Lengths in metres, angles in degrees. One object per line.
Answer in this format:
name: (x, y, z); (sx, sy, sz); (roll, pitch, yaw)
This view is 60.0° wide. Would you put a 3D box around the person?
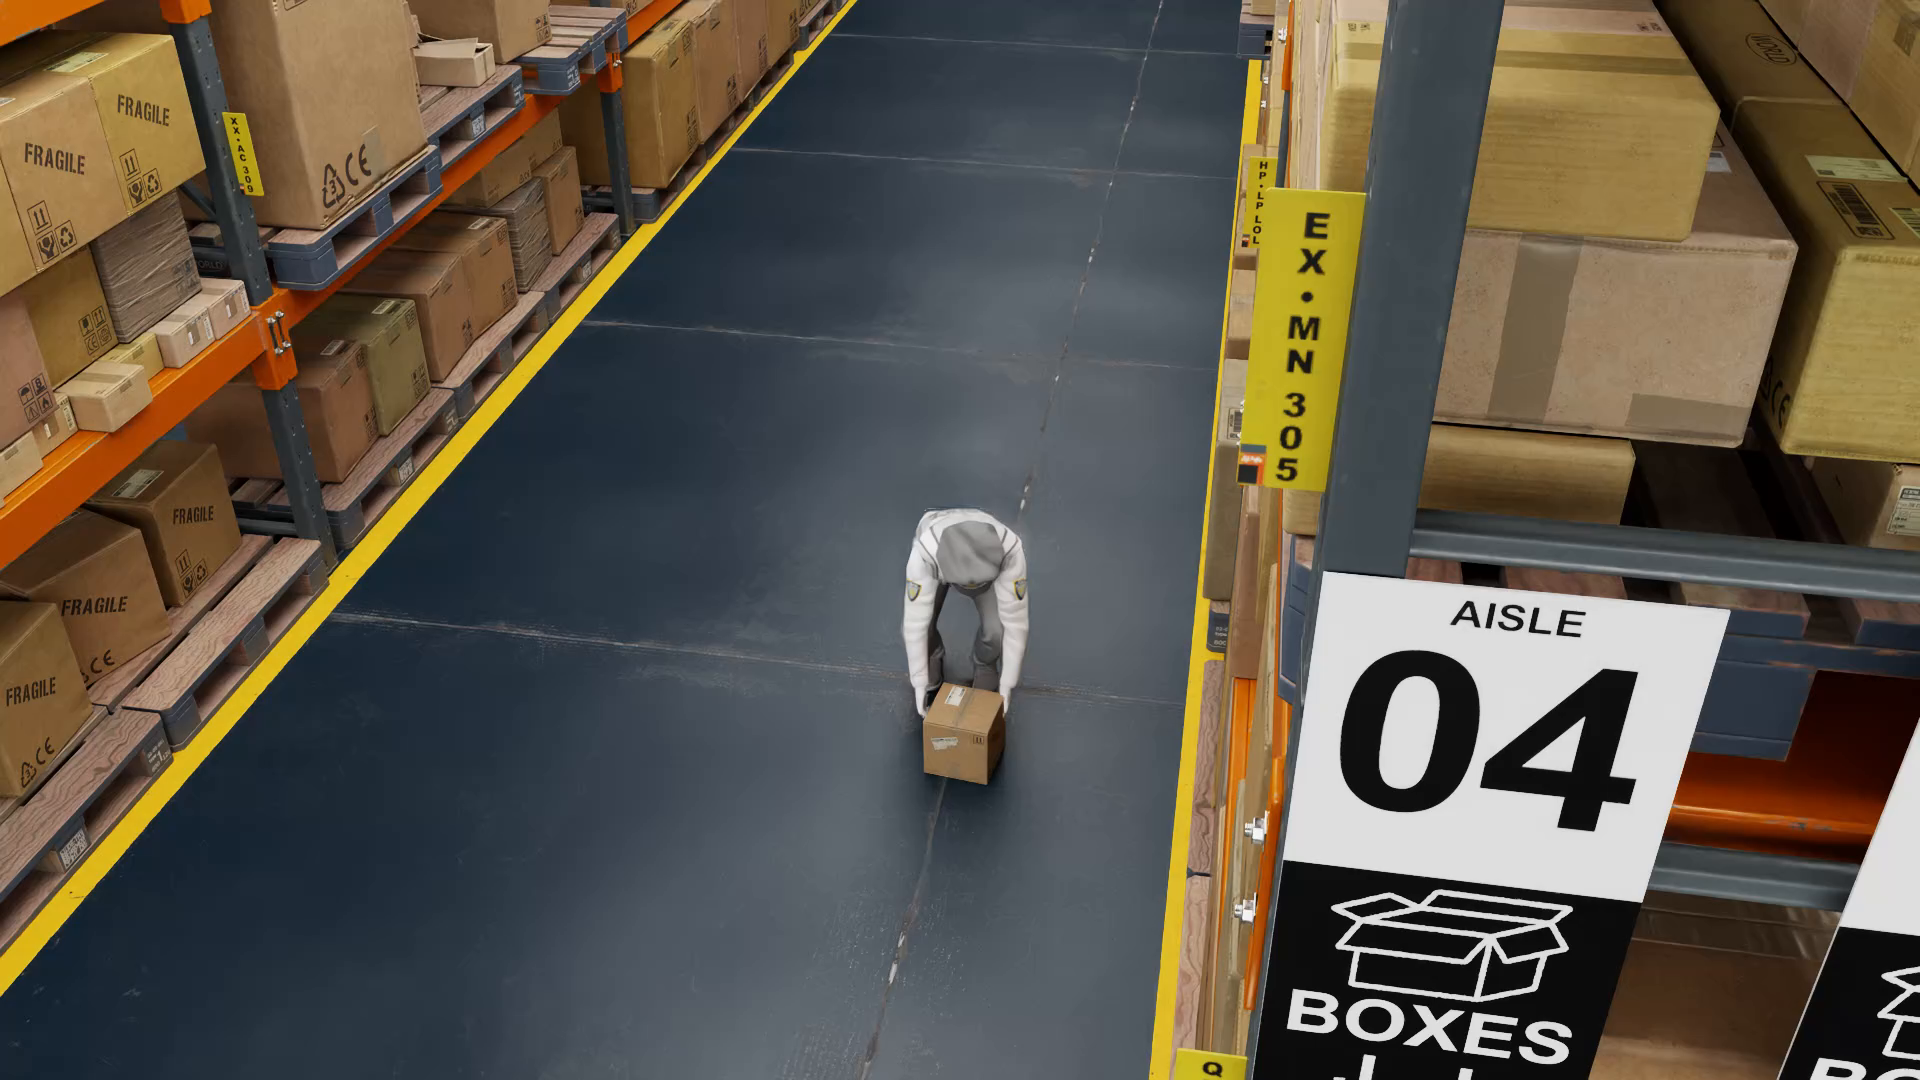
person: (0.022, 0.214, 6.462); (0.499, 0.961, 0.849); (1, 33, 2)
